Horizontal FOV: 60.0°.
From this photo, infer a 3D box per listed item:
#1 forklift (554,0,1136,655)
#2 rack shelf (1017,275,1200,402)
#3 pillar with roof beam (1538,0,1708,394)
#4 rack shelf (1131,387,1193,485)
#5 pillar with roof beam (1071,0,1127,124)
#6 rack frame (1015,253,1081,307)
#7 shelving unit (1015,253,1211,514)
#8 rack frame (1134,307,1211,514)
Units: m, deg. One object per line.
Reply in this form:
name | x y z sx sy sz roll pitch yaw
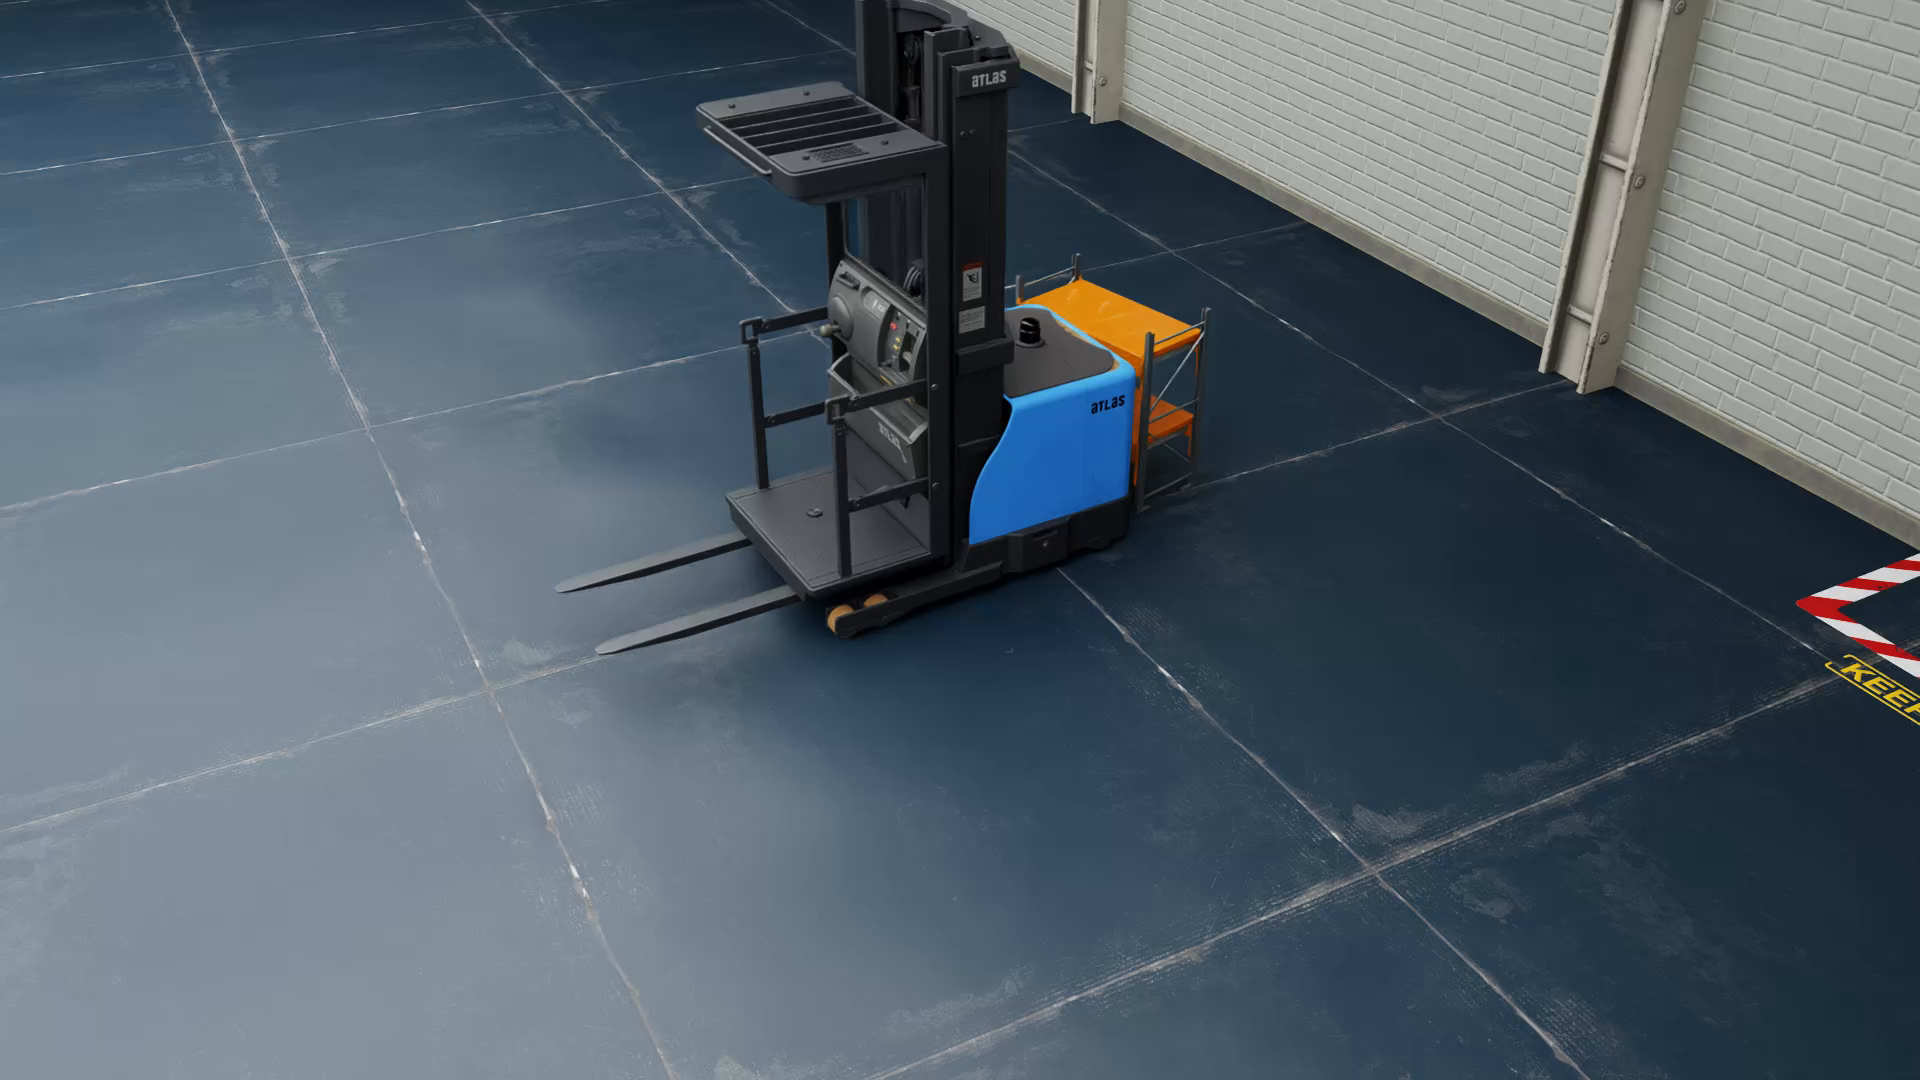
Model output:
forklift | -0.594 -1.060 8.206 3.031 2.935 1.130 -17 37 -25
rack shelf | 0.854 -1.169 9.508 0.538 0.278 1.000 -26 41 -34
pillar with roof beam | 0.252 -3.778 6.825 9.100 9.000 0.400 -16 36 -23
rack shelf | 0.854 -0.717 9.798 0.538 0.278 1.000 -26 41 -34
pillar with roof beam | -2.546 -6.642 11.294 9.100 9.000 0.400 -16 36 -23
rack frame | 0.517 -1.128 9.986 0.500 1.125 0.032 -26 41 -34
shelving unit | 0.854 -0.923 9.666 0.538 1.125 1.048 -26 41 -34
rack frame | 1.191 -0.717 9.346 0.500 1.125 0.032 -26 41 -34
